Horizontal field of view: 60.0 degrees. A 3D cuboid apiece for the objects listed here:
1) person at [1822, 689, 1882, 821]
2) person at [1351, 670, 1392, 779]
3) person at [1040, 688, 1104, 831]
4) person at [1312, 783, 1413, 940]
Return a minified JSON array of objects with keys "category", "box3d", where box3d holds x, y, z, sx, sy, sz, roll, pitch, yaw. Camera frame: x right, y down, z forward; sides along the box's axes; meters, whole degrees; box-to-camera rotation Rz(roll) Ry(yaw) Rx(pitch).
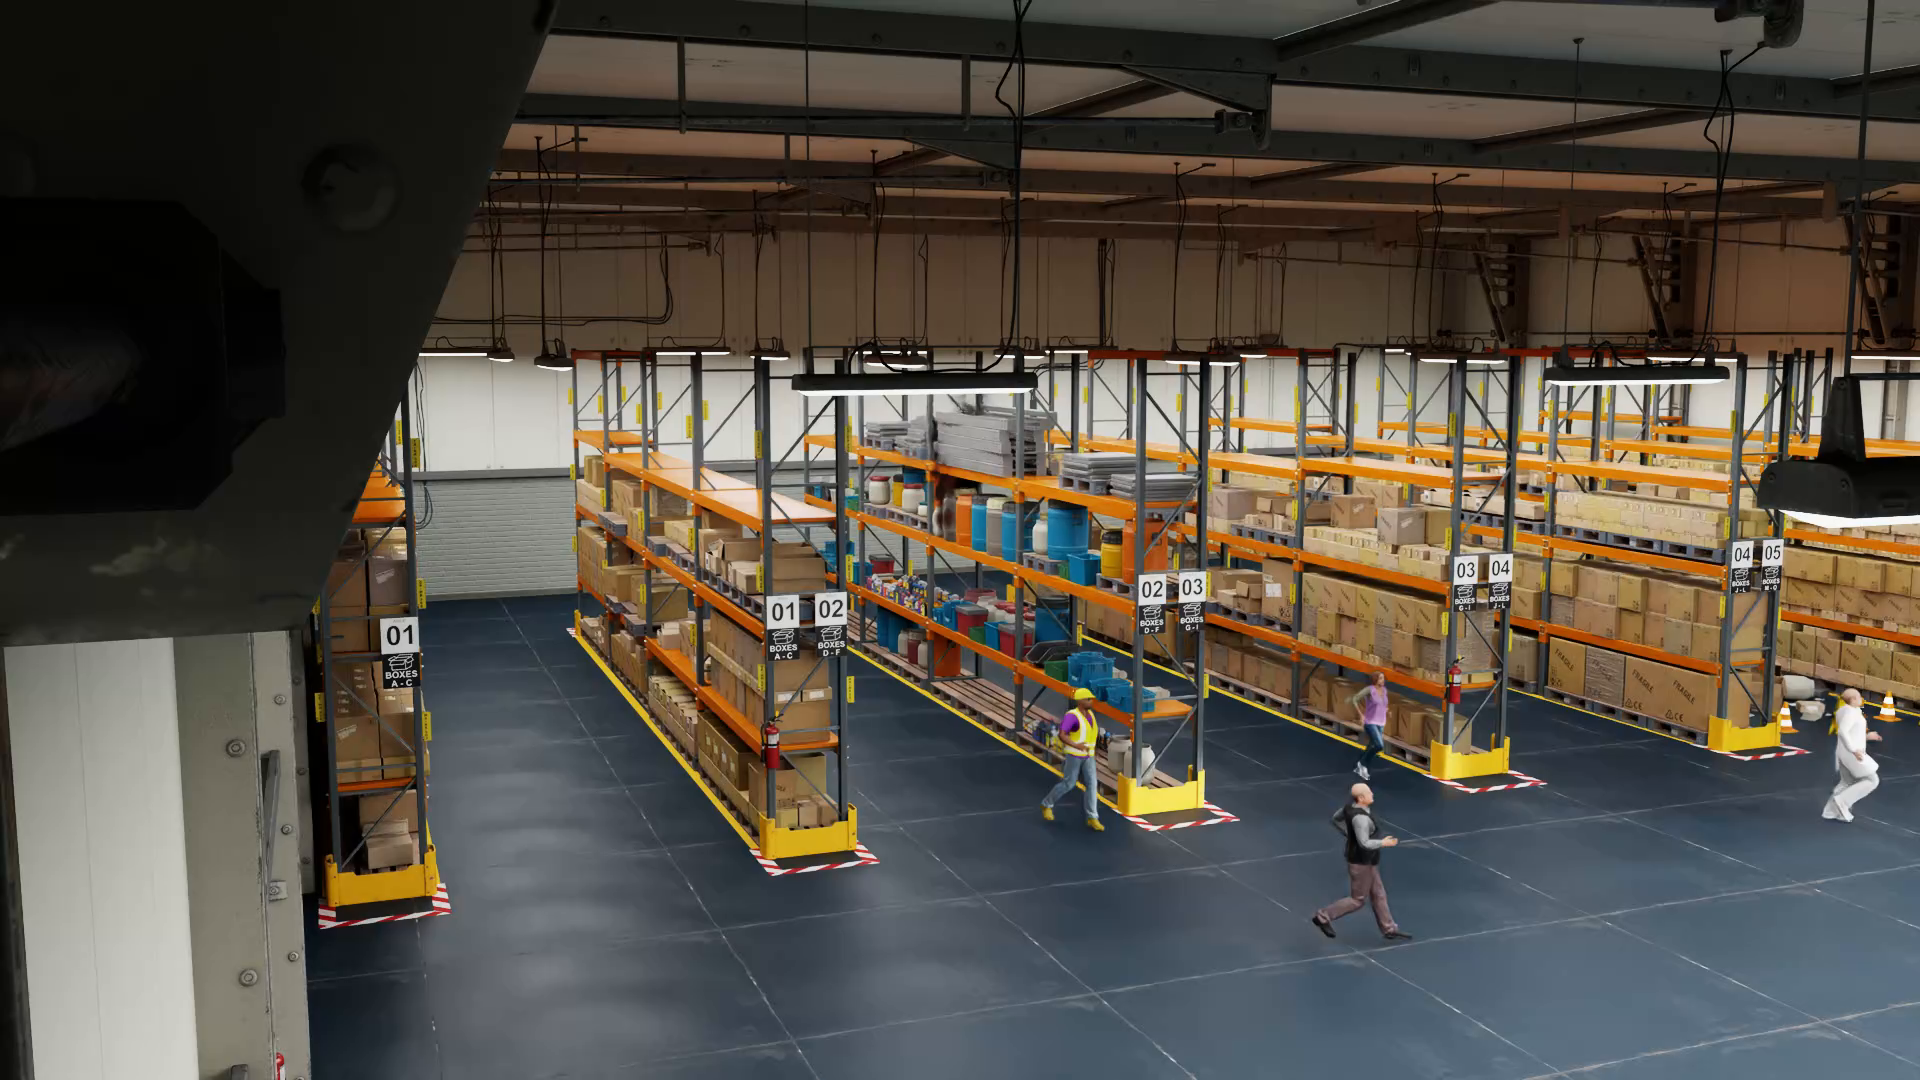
[{"category":"person","box3d":[11.585,2.787,21.529,0.672,1.740,0.690,1,7,8]},{"category":"person","box3d":[5.881,2.619,23.636,0.513,1.553,0.622,-4,8,-30]},{"category":"person","box3d":[1.577,2.790,21.464,0.957,1.752,0.758,7,10,44]},{"category":"person","box3d":[4.182,3.331,17.194,1.054,1.681,0.672,1,7,5]}]
